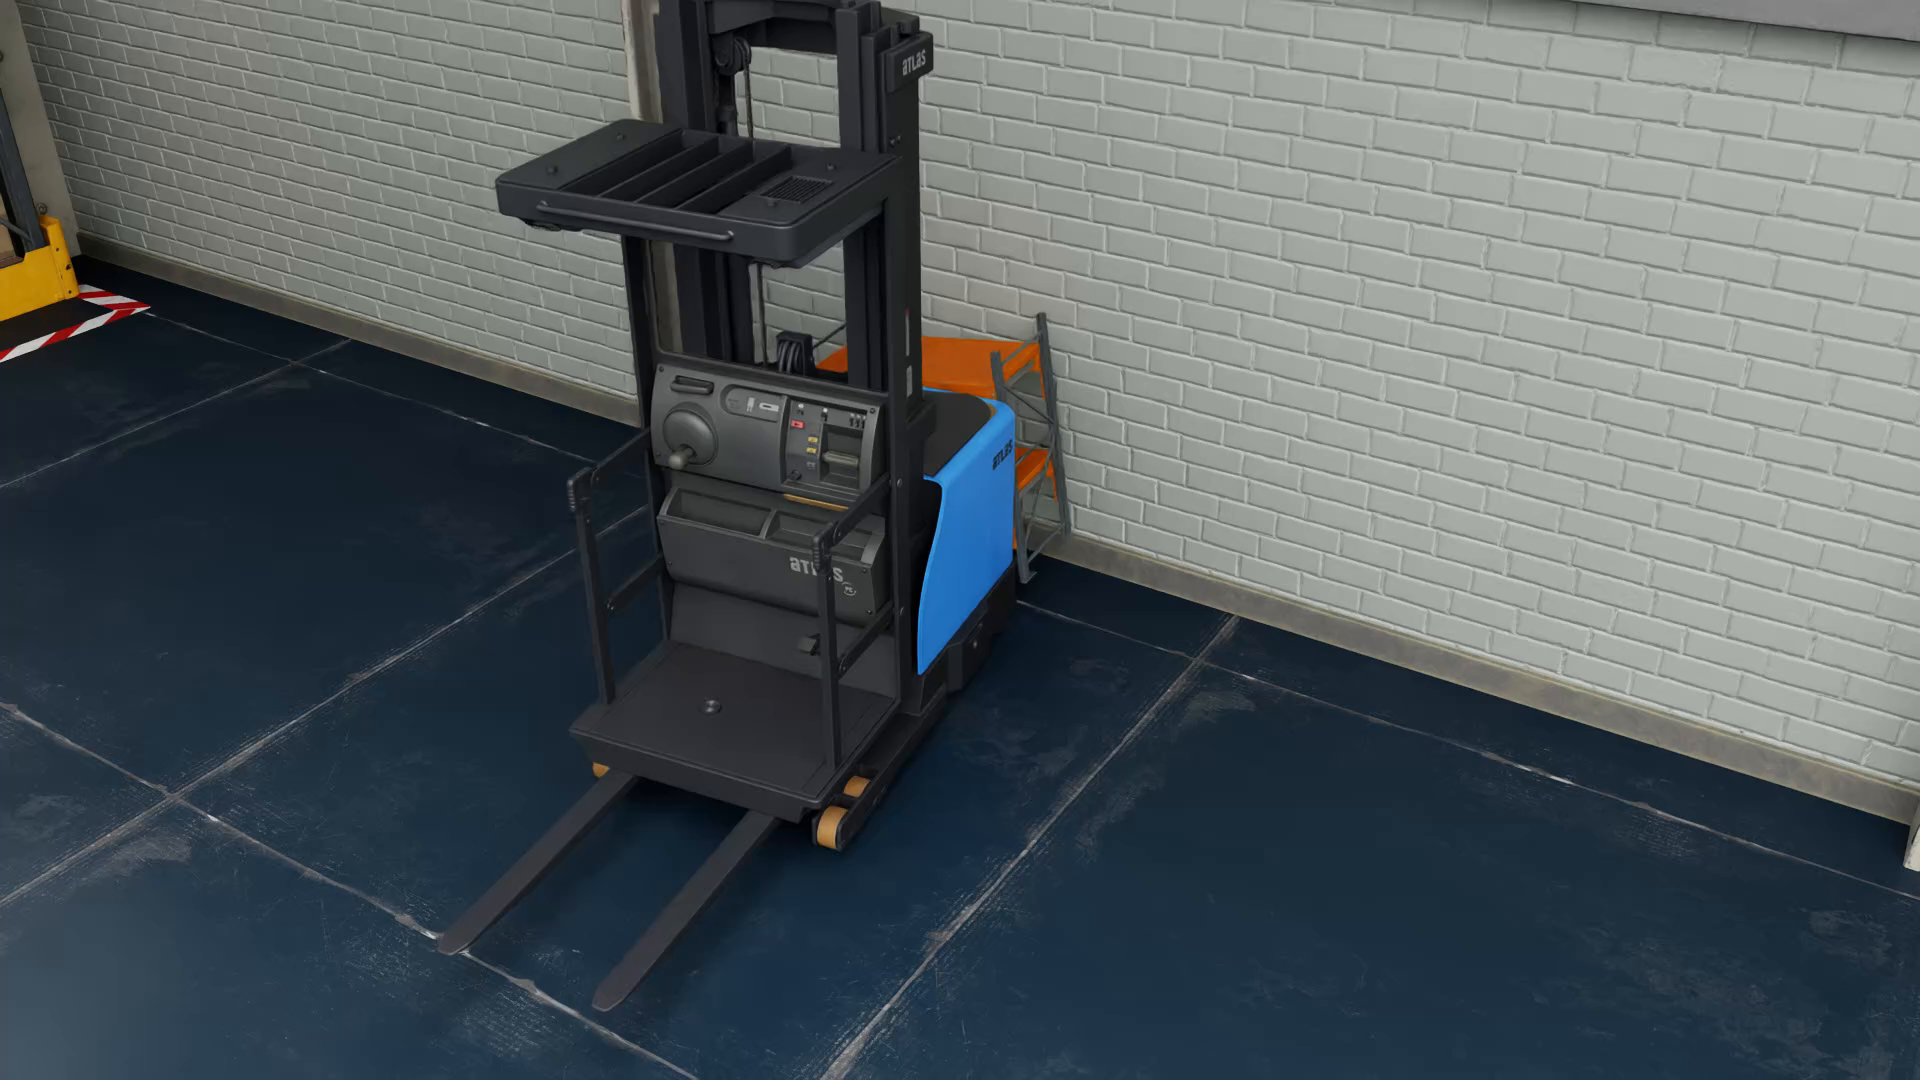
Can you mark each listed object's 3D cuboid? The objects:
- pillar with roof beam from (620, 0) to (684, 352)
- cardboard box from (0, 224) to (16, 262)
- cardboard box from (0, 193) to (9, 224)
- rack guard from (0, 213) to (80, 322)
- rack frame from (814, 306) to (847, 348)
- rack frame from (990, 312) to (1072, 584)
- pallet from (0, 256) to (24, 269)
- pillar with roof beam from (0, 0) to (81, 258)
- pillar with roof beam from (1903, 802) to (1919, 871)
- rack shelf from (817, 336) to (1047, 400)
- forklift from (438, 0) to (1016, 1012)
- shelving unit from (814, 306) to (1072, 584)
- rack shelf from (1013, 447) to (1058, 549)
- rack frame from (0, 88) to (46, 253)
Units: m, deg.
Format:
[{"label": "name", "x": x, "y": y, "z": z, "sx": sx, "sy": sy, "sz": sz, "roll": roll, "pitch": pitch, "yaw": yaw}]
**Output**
[{"label": "pillar with roof beam", "x": -3.620, "y": -2.458, "z": 3.533, "sx": 0.400, "sy": 9.000, "sz": 9.100, "roll": 18, "pitch": 35, "yaw": 27}, {"label": "cardboard box", "x": -6.614, "y": -1.949, "z": 10.926, "sx": 0.500, "sy": 0.250, "sz": 0.500, "roll": 18, "pitch": 35, "yaw": 28}, {"label": "cardboard box", "x": -6.590, "y": -2.165, "z": 10.799, "sx": 0.500, "sy": 0.250, "sz": 0.500, "roll": 18, "pitch": 35, "yaw": 28}, {"label": "rack guard", "x": -6.282, "y": -1.654, "z": 10.589, "sx": 0.348, "sy": 0.500, "sz": 1.175, "roll": 18, "pitch": 35, "yaw": 27}, {"label": "rack frame", "x": -0.558, "y": -0.522, "z": 8.018, "sx": 0.032, "sy": 1.125, "sz": 0.500, "roll": 7, "pitch": 31, "yaw": 28}, {"label": "rack frame", "x": 0.331, "y": -0.412, "z": 7.537, "sx": 0.032, "sy": 1.125, "sz": 0.500, "roll": 7, "pitch": 31, "yaw": 28}, {"label": "pallet", "x": -6.972, "y": -1.723, "z": 10.994, "sx": 1.213, "sy": 0.211, "sz": 1.003, "roll": 18, "pitch": 35, "yaw": 27}, {"label": "pillar with roof beam", "x": -8.701, "y": -4.065, "z": 6.288, "sx": 0.400, "sy": 9.000, "sz": 9.100, "roll": 18, "pitch": 35, "yaw": 27}, {"label": "pillar with roof beam", "x": 1.462, "y": -0.851, "z": 0.778, "sx": 0.400, "sy": 9.000, "sz": 9.100, "roll": 18, "pitch": 35, "yaw": 27}, {"label": "rack shelf", "x": -0.153, "y": -0.726, "z": 7.646, "sx": 1.000, "sy": 0.278, "sz": 0.538, "roll": 7, "pitch": 31, "yaw": 28}, {"label": "forklift", "x": -0.807, "y": -0.348, "z": 5.939, "sx": 1.130, "sy": 2.935, "sz": 3.031, "roll": 13, "pitch": 33, "yaw": 20}, {"label": "shelving unit", "x": -0.114, "y": -0.467, "z": 7.778, "sx": 1.048, "sy": 1.125, "sz": 0.538, "roll": 7, "pitch": 31, "yaw": 28}, {"label": "rack shelf", "x": -0.081, "y": -0.251, "z": 7.887, "sx": 1.000, "sy": 0.278, "sz": 0.538, "roll": 7, "pitch": 31, "yaw": 28}, {"label": "rack frame", "x": -6.302, "y": -2.740, "z": 9.970, "sx": 0.127, "sy": 3.000, "sz": 1.000, "roll": 18, "pitch": 35, "yaw": 27}]
